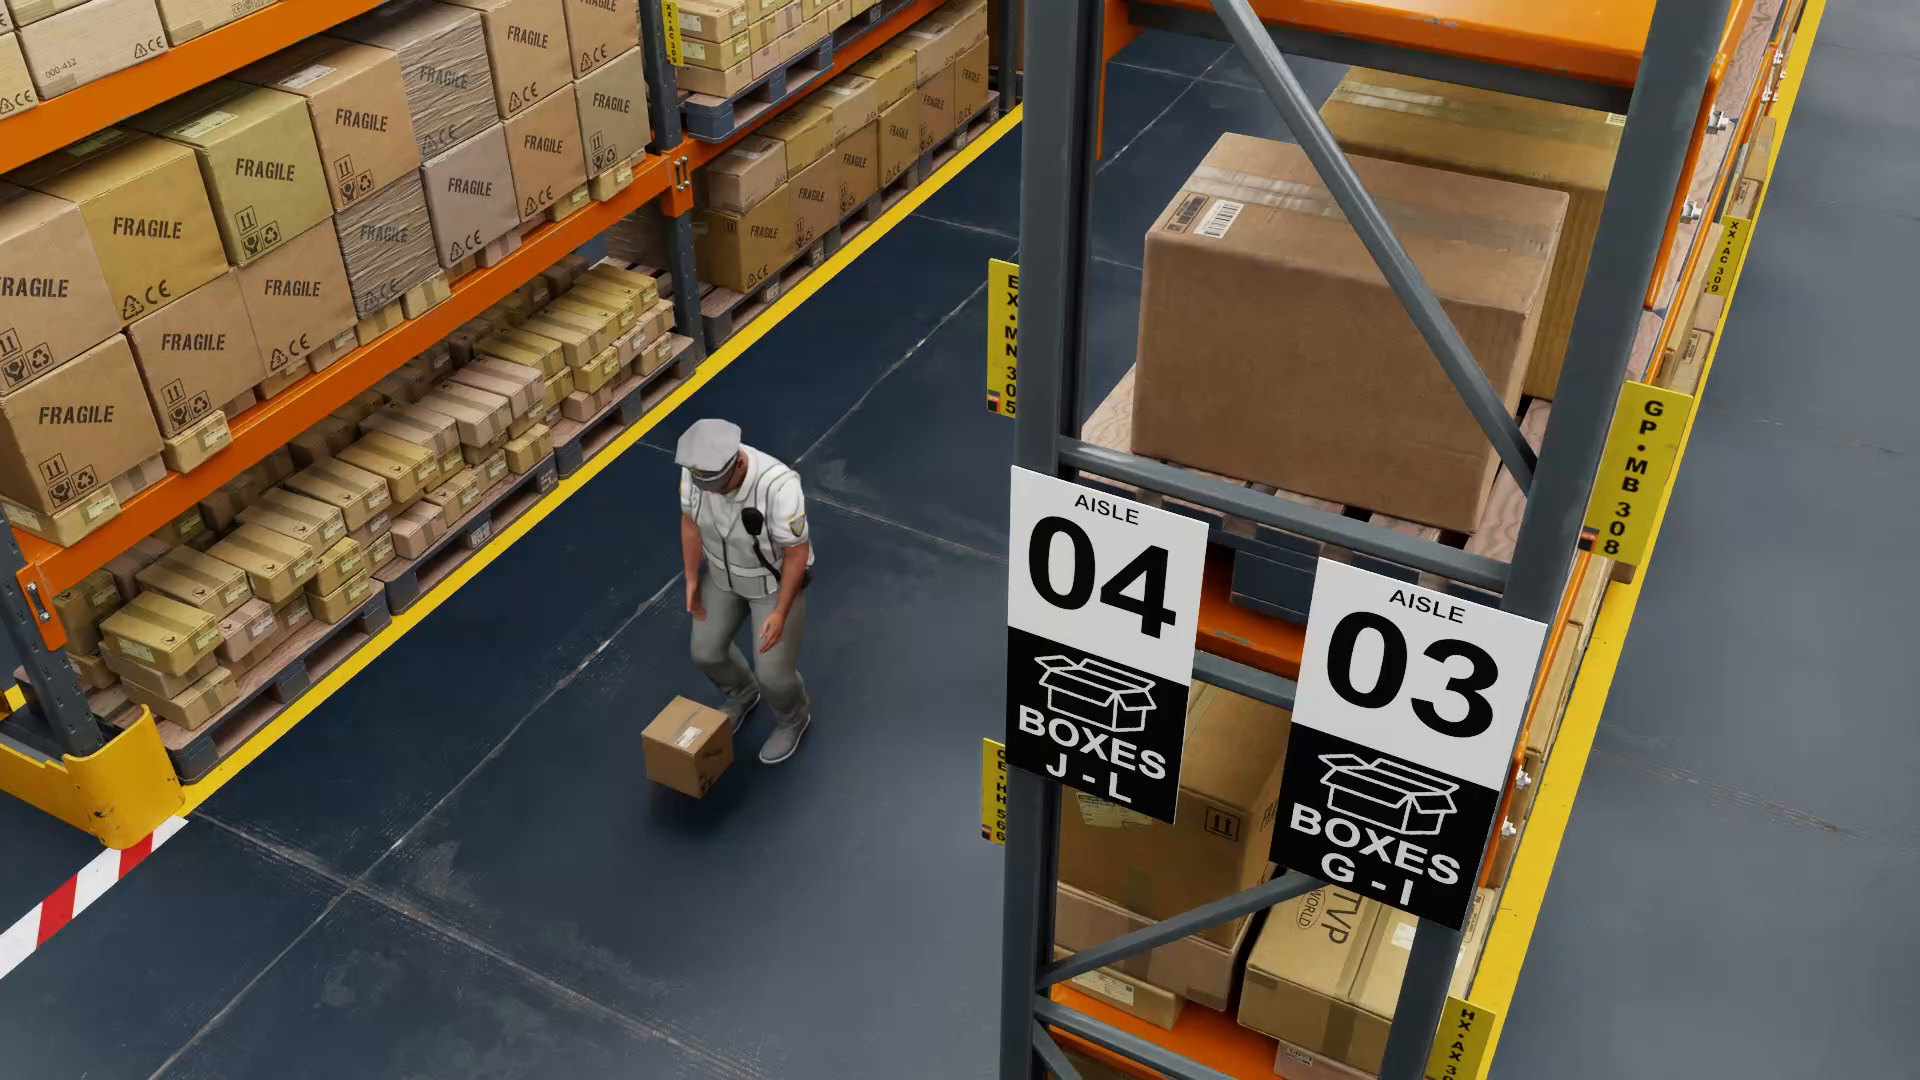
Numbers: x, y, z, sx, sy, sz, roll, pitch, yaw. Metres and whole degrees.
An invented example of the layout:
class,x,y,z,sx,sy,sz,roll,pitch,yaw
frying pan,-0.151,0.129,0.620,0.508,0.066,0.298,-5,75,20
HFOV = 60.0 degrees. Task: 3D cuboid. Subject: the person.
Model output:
class,x,y,z,sx,sy,sz,roll,pitch,yaw
person,-0.830,0.176,6.610,0.571,1.650,0.585,19,41,22
